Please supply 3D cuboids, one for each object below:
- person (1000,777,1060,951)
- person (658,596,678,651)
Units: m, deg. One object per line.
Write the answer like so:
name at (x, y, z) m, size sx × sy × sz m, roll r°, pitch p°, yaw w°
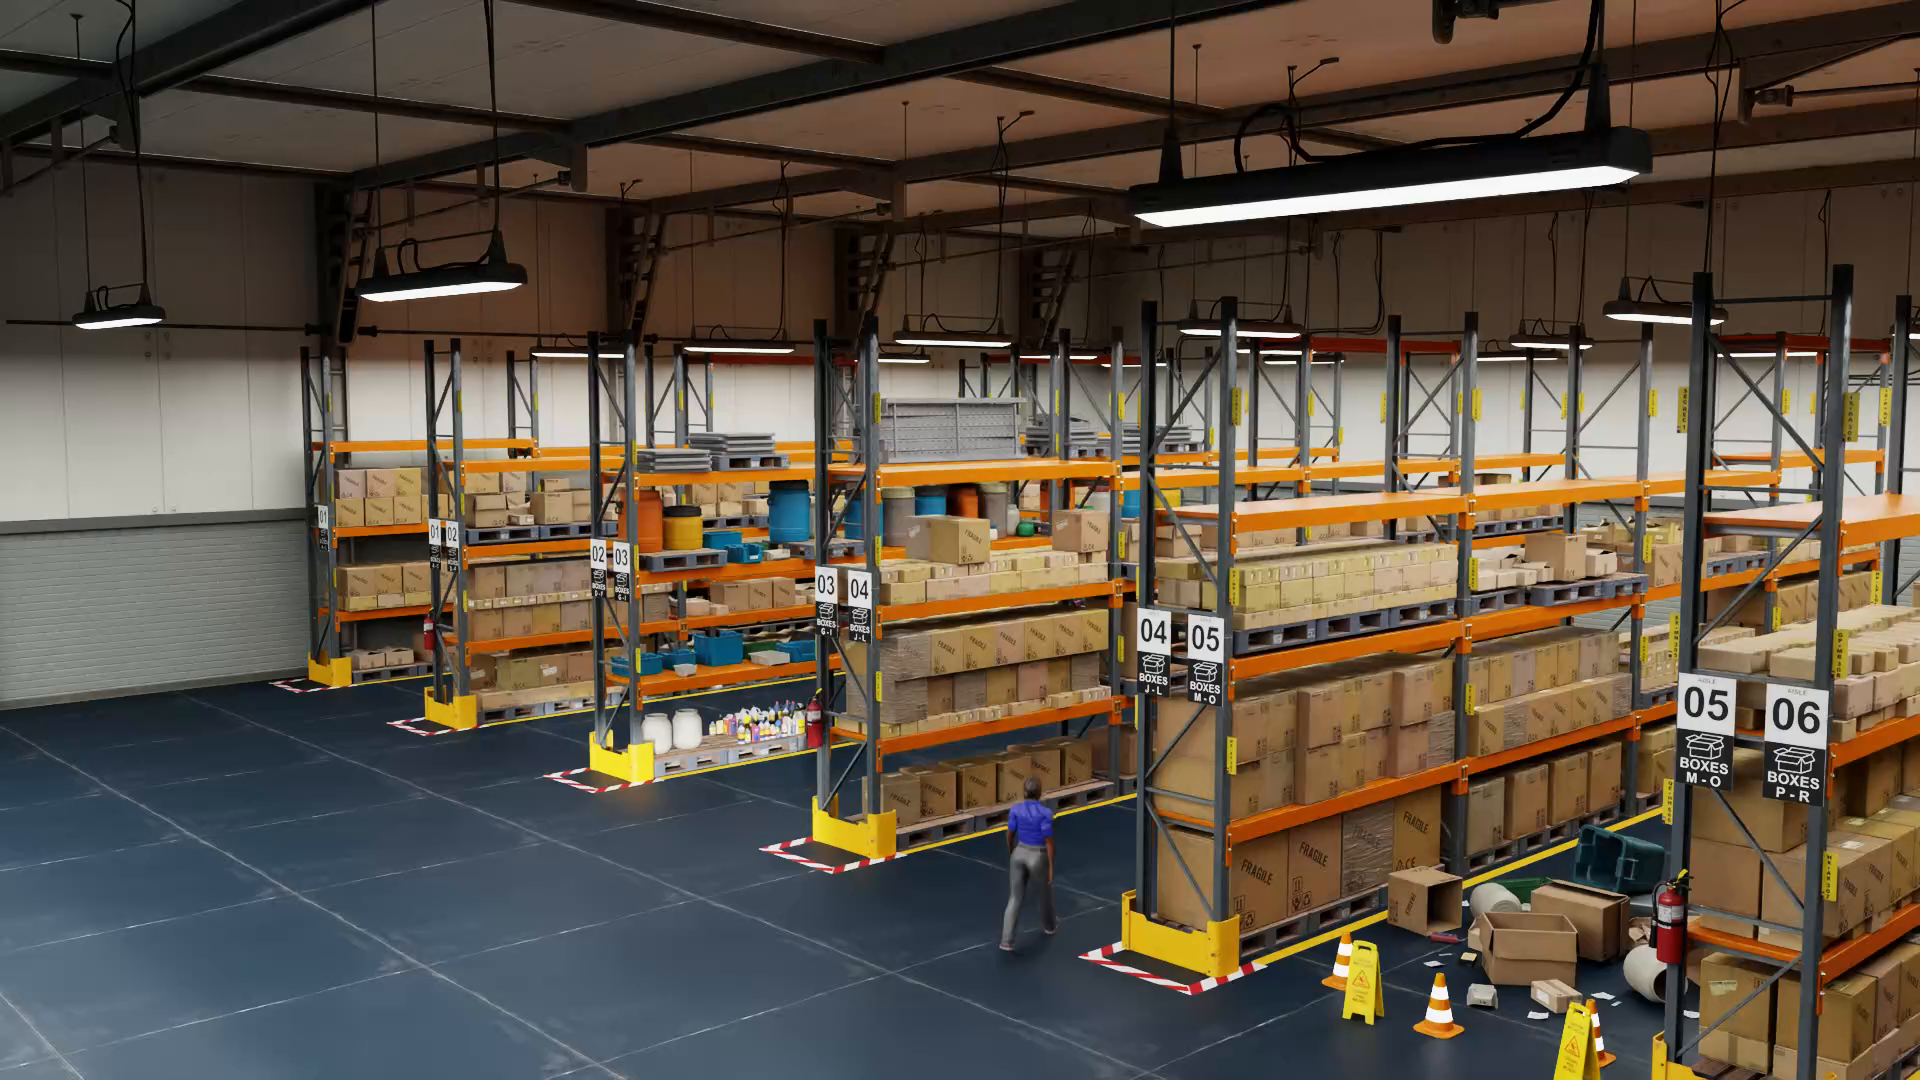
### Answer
person at (0.677, 2.977, 15.562) m, size 0.581 × 1.588 × 0.985 m, roll 3°, pitch 6°, yaw 28°
person at (-5.421, 1.640, 30.842) m, size 0.680 × 1.676 × 0.565 m, roll -1°, pitch 5°, yaw -16°
